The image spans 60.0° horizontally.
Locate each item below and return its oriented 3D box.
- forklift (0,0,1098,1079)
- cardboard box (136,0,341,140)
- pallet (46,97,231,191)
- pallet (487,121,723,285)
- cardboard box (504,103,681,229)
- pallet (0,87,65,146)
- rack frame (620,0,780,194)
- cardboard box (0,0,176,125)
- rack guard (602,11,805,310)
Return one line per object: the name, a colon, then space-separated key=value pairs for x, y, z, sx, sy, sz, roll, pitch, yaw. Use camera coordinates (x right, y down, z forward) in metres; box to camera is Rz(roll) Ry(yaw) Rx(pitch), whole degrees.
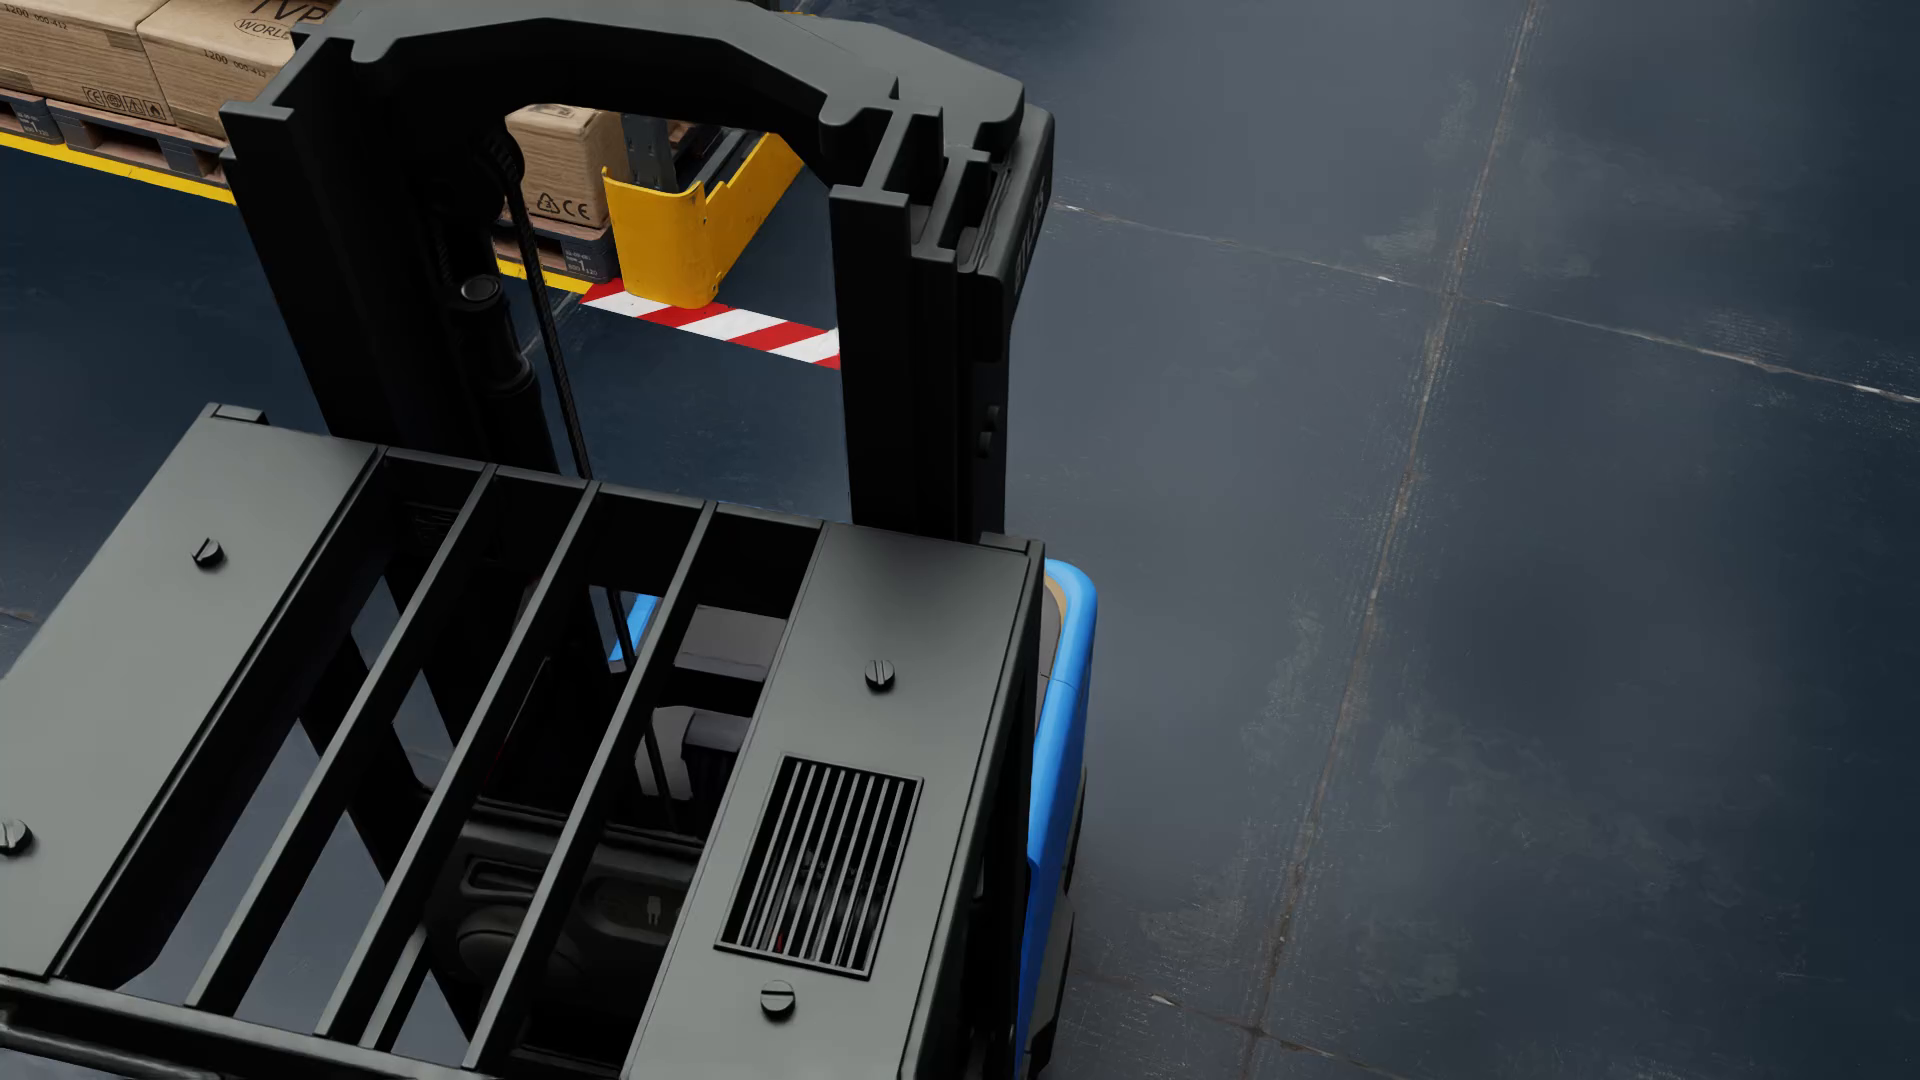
forklift: x=-0.494 y=0.811 z=2.607 sx=1.130 sy=2.935 sz=3.031 roll=10 pitch=50 yaw=8
cardboard box: x=-2.416 y=-1.894 z=6.325 sx=0.875 sy=0.438 sz=0.875 roll=17 pitch=51 yaw=14
pallet: x=-2.819 y=-1.822 z=6.689 sx=1.213 sy=0.211 sz=1.003 roll=16 pitch=51 yaw=13
pallet: x=-1.678 y=-1.501 z=6.411 sx=1.213 sy=0.211 sz=1.003 roll=16 pitch=51 yaw=13
cardboard box: x=-1.555 y=-1.661 z=6.122 sx=0.875 sy=0.438 sz=0.875 roll=14 pitch=51 yaw=12
pallet: x=-3.967 y=-2.140 z=6.965 sx=1.213 sy=0.211 sz=1.003 roll=16 pitch=51 yaw=13
rack frame: x=-0.901 y=-2.260 z=5.224 sx=0.127 sy=3.000 sz=1.000 roll=16 pitch=51 yaw=13
cardboard box: x=-3.261 y=-2.132 z=6.530 sx=0.875 sy=0.438 sz=0.875 roll=14 pitch=51 yaw=12
rack guard: x=-0.879 y=-1.435 z=6.163 sx=0.348 sy=0.500 sz=1.175 roll=16 pitch=51 yaw=13
